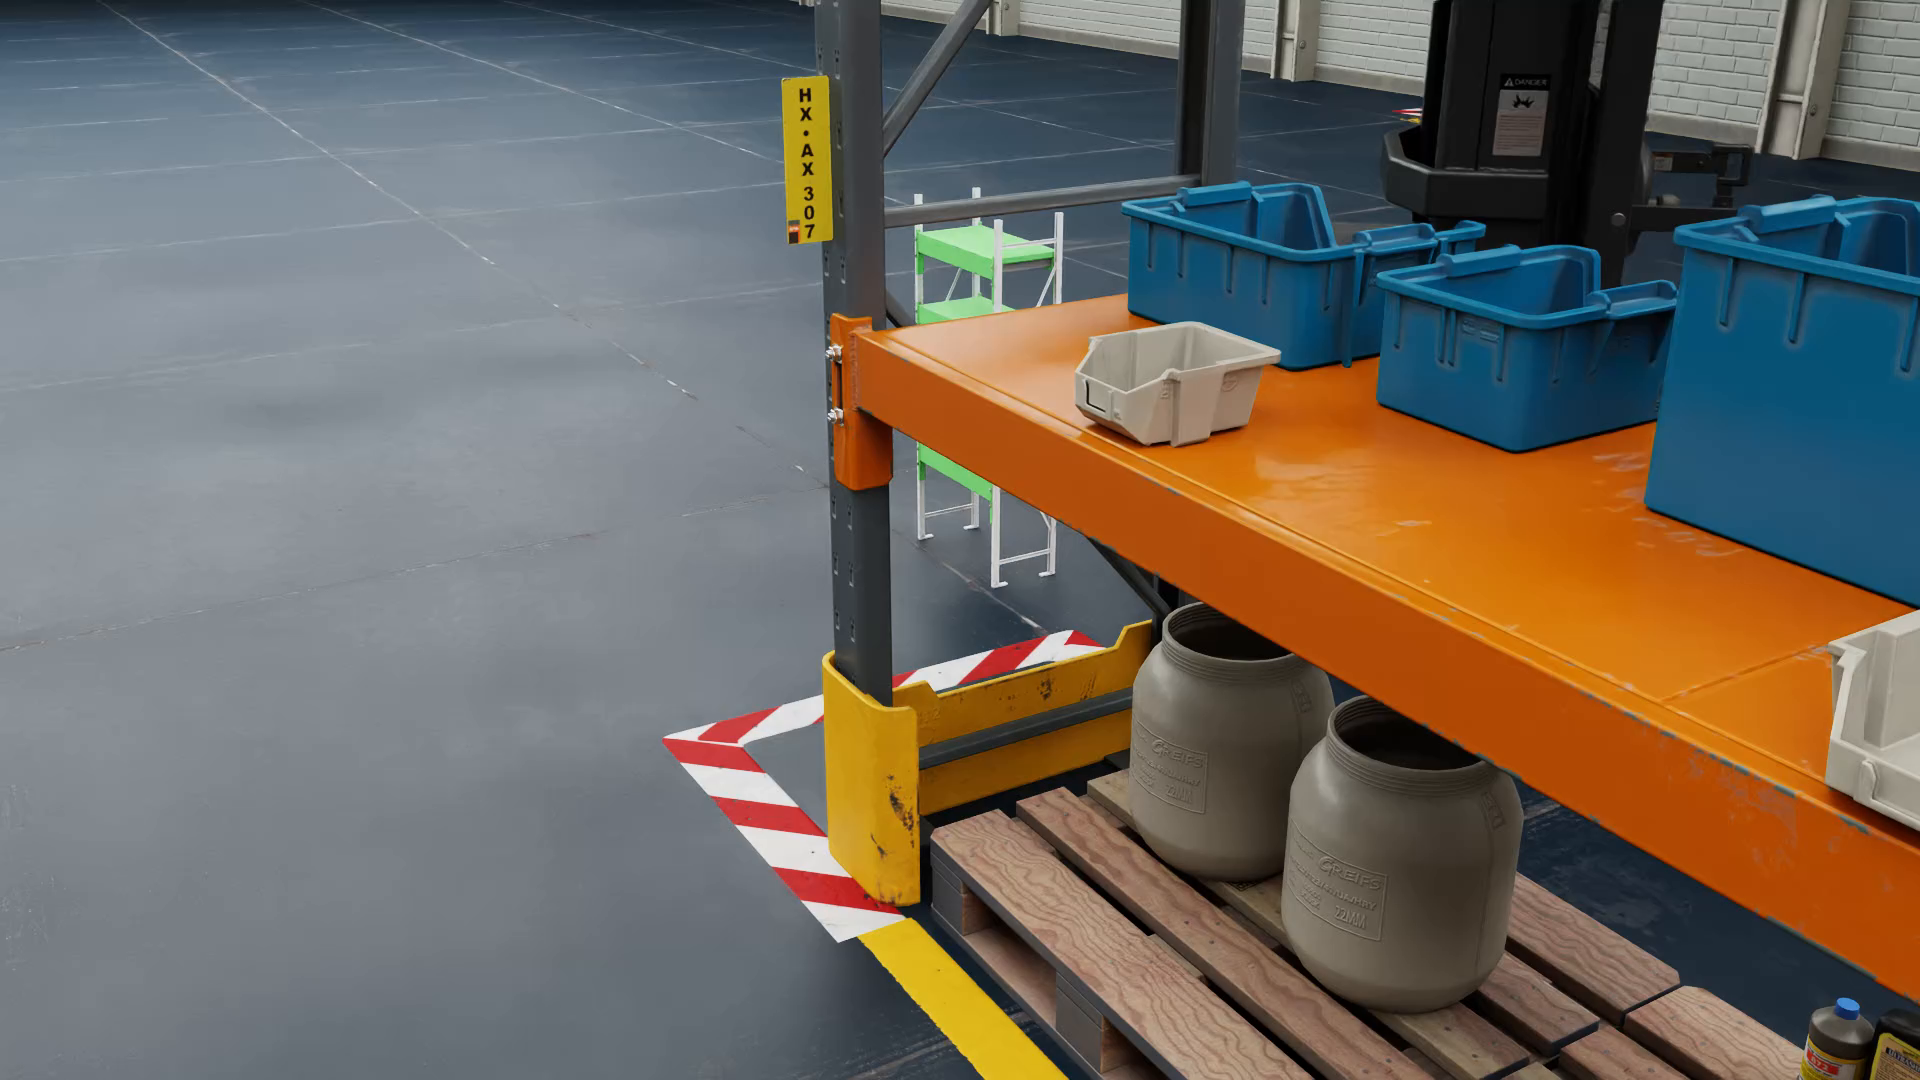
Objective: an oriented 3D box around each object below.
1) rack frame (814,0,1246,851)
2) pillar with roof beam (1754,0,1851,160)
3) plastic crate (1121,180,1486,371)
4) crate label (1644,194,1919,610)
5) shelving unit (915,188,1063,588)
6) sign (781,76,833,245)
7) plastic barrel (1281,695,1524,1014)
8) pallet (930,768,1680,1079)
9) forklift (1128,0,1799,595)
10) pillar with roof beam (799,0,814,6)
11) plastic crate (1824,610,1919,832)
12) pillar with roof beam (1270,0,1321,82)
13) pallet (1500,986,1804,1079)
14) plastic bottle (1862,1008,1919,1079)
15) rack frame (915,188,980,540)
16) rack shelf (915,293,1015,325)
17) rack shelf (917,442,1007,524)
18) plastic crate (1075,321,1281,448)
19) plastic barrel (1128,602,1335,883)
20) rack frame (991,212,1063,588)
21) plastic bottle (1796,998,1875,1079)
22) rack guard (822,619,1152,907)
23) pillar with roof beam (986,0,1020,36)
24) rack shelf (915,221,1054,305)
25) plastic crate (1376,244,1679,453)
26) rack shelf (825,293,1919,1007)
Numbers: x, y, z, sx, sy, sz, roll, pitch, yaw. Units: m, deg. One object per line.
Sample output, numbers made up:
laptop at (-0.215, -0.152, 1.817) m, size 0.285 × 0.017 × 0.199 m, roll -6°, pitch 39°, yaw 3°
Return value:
rack frame at (0.171, -0.733, 3.631) m, size 1.000 × 3.000 × 0.127 m, roll -13°, pitch 25°, yaw -28°
pillar with roof beam at (3.024, -6.472, 9.783) m, size 9.100 × 9.000 × 0.400 m, roll -13°, pitch 25°, yaw -28°
plastic crate at (0.684, -0.560, 3.402) m, size 0.499 × 0.251 × 0.616 m, roll -13°, pitch 25°, yaw -28°
crate label at (1.344, -0.206, 2.287) m, size 0.502 × 0.435 × 0.616 m, roll -13°, pitch 25°, yaw -28°
shelving unit at (0.085, -0.502, 5.454) m, size 0.258 × 1.200 × 0.503 m, roll -13°, pitch 25°, yaw -28°
sign at (-0.304, -0.757, 3.322) m, size 0.100 × 0.325 × 0.005 m, roll -13°, pitch 25°, yaw -28°
plastic barrel at (0.829, 0.586, 3.133) m, size 0.421 × 0.512 × 0.421 m, roll 0°, pitch 22°, yaw 0°
pallet at (0.661, 0.838, 3.468) m, size 1.003 × 0.211 × 1.213 m, roll -13°, pitch 25°, yaw -28°
forklift at (2.102, -1.192, 4.852) m, size 3.031 × 2.935 × 1.130 m, roll 4°, pitch 23°, yaw 11°
pillar with roof beam at (-6.171, -12.299, 24.118) m, size 9.100 × 9.000 × 0.400 m, roll -13°, pitch 25°, yaw -28°
plastic crate at (1.167, 0.207, 1.669) m, size 0.530 × 0.136 × 0.437 m, roll -13°, pitch 25°, yaw -28°
pillar with roof beam at (-0.041, -8.414, 14.561) m, size 9.100 × 9.000 × 0.400 m, roll -13°, pitch 25°, yaw -28°
pallet at (1.280, 1.233, 2.498) m, size 1.003 × 0.211 × 1.213 m, roll -13°, pitch 25°, yaw -28°
plastic bottle at (1.562, 0.866, 2.720) m, size 0.061 × 0.283 × 0.133 m, roll -12°, pitch 25°, yaw -27°
rack frame at (-0.040, -0.581, 5.648) m, size 0.240 × 1.200 × 0.015 m, roll -13°, pitch 25°, yaw -28°
rack shelf at (0.085, -0.665, 5.387) m, size 0.258 × 0.148 × 0.480 m, roll -13°, pitch 25°, yaw -28°
rack shelf at (0.085, -0.221, 5.568) m, size 0.258 × 0.148 × 0.480 m, roll -13°, pitch 25°, yaw -28°
plastic crate at (0.352, -0.259, 2.816) m, size 0.298 × 0.136 × 0.250 m, roll -13°, pitch 25°, yaw -28°
plastic barrel at (0.573, 0.423, 3.533) m, size 0.421 × 0.512 × 0.421 m, roll 0°, pitch 22°, yaw 0°
rack frame at (0.209, -0.423, 5.259) m, size 0.240 × 1.200 × 0.015 m, roll -13°, pitch 25°, yaw -28°
plastic bottle at (1.486, 0.870, 2.820) m, size 0.097 × 0.201 × 0.097 m, roll 0°, pitch 22°, yaw 0°
rack guard at (0.251, 0.441, 4.064) m, size 1.175 × 0.500 × 0.348 m, roll -13°, pitch 25°, yaw -28°
pillar with roof beam at (-3.106, -10.356, 19.340) m, size 9.100 × 9.000 × 0.400 m, roll -13°, pitch 25°, yaw -28°
rack shelf at (0.085, -0.888, 5.297) m, size 0.258 × 0.148 × 0.480 m, roll -13°, pitch 25°, yaw -28°
plastic crate at (1.011, -0.348, 2.882) m, size 0.499 × 0.251 × 0.408 m, roll -13°, pitch 25°, yaw -28°
rack shelf at (1.193, 0.248, 2.174) m, size 1.077 × 0.370 × 4.000 m, roll -13°, pitch 25°, yaw -28°
